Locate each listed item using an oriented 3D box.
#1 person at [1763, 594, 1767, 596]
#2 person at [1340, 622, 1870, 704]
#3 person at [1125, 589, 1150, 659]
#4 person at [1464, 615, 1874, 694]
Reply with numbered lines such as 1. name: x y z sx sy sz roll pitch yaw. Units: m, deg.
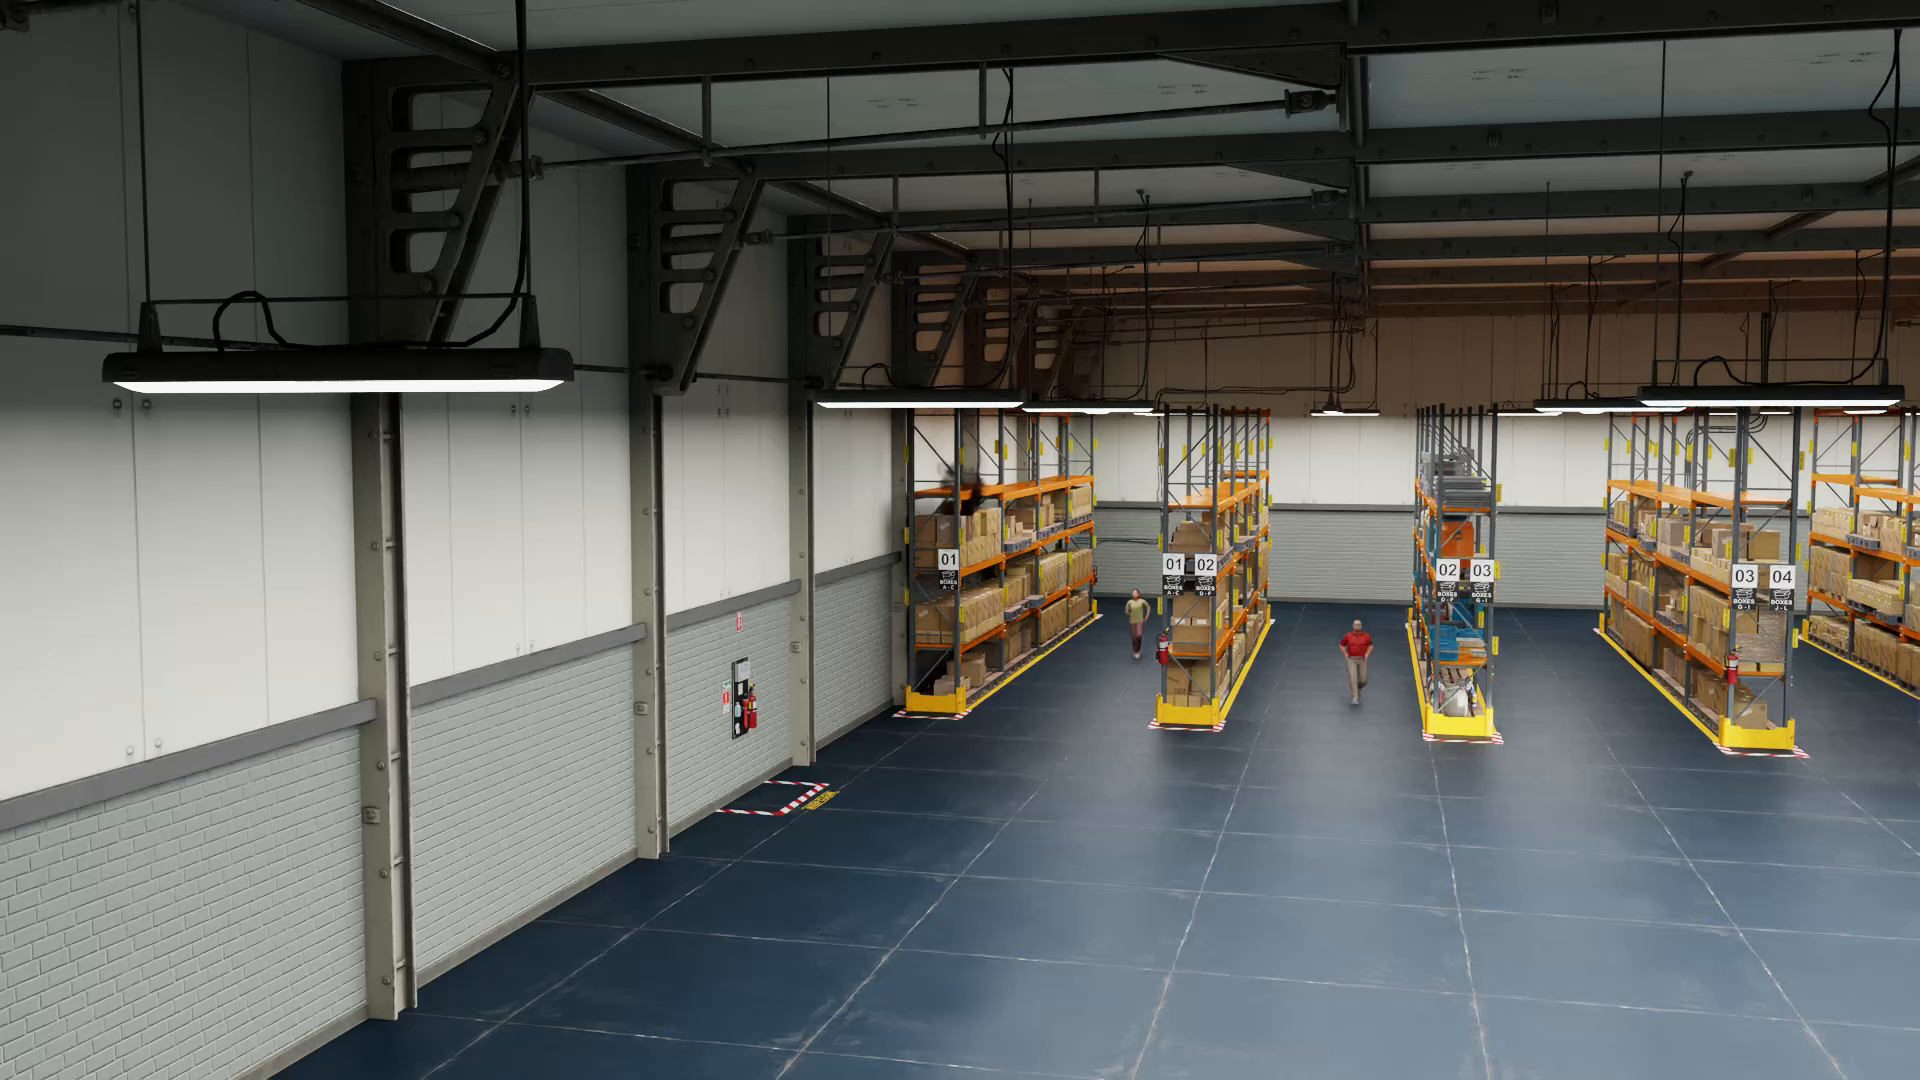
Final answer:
1. person: 20.629 1.717 43.020 0.766 1.803 0.936 3 5 34
2. person: 15.915 2.093 38.757 15.182 1.611 13.008 0 4 7
3. person: 4.239 2.007 39.895 0.581 1.675 0.692 1 4 14
4. person: 11.909 1.163 39.490 21.680 3.371 15.623 1 4 15
